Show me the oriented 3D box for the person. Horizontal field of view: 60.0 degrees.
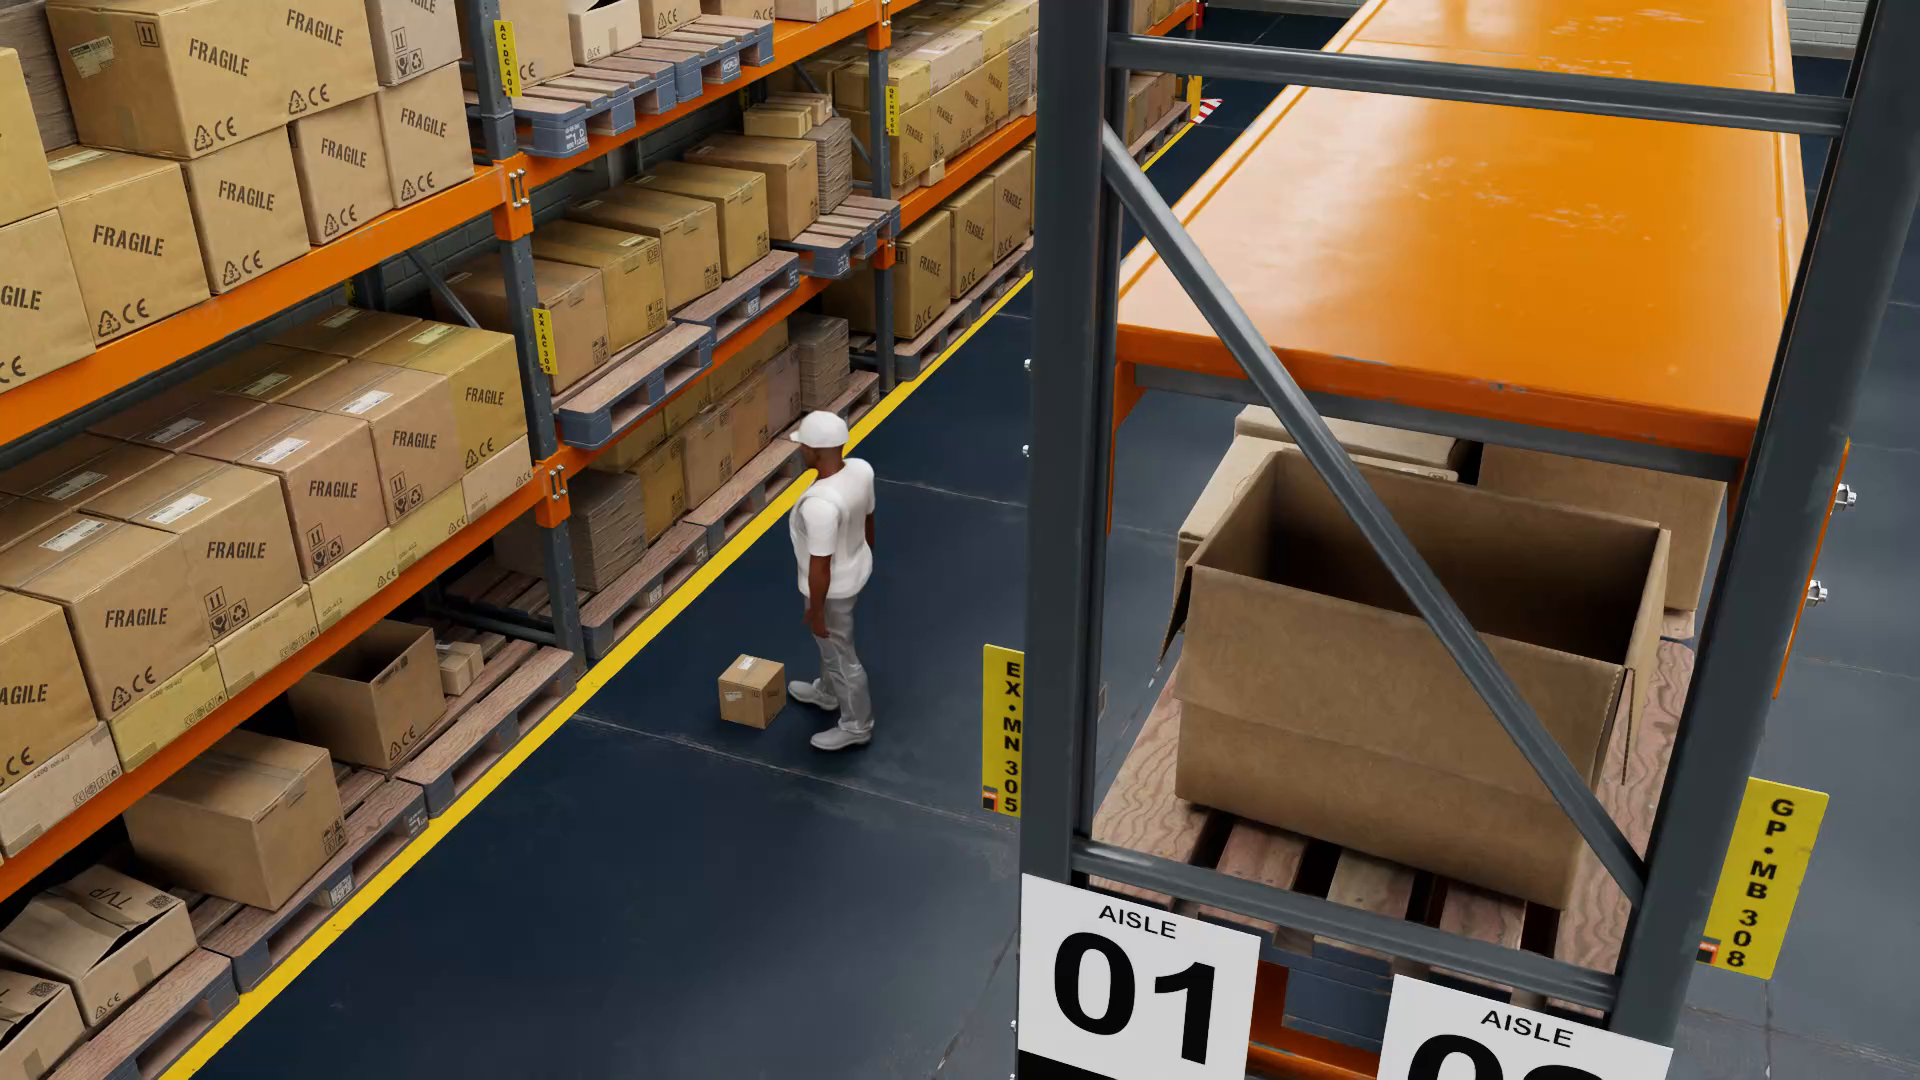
[{"bbox_3d":[-0.687,0.174,8.038,0.570,1.764,0.630,9,31,15],"label":"person"}]
